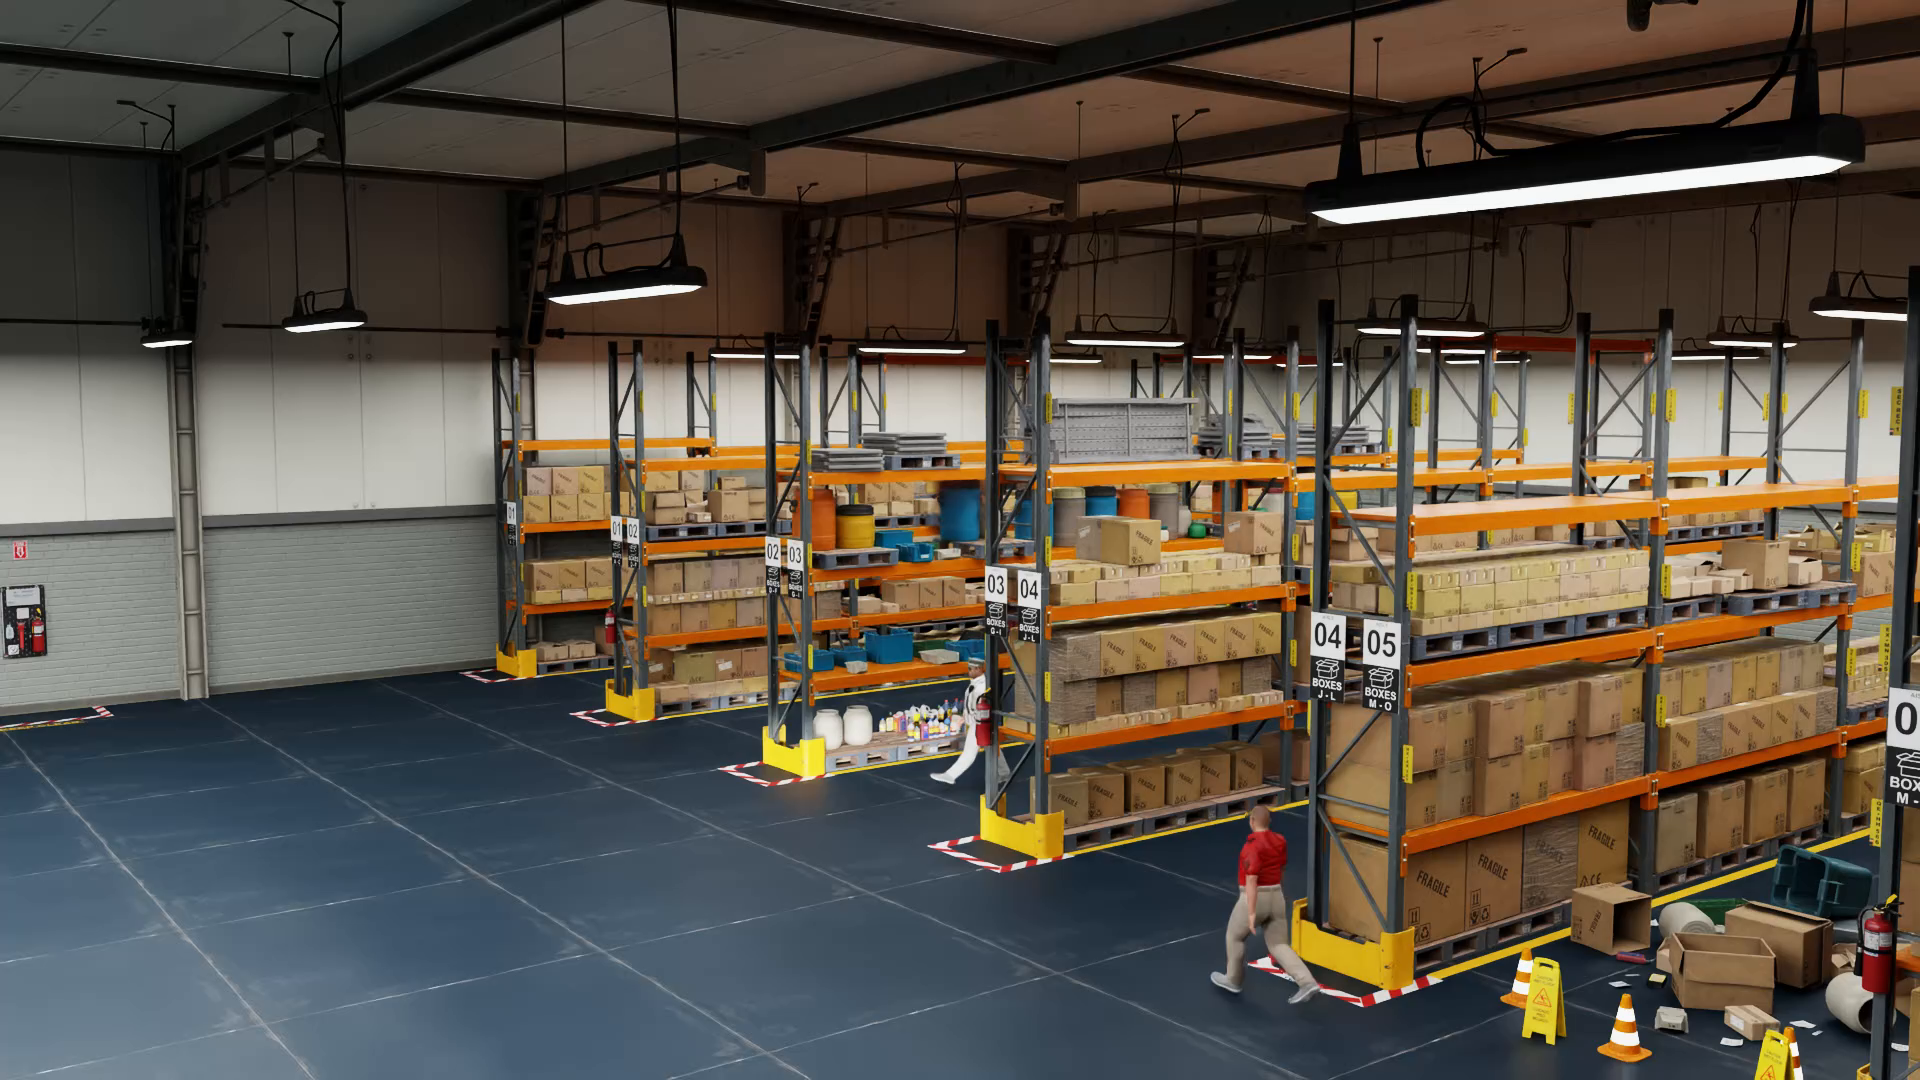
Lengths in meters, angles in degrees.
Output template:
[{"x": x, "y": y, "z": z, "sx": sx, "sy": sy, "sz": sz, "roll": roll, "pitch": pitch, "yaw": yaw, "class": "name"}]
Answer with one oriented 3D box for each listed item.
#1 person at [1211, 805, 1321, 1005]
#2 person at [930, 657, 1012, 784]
[{"x": 2.597, "y": 3.087, "z": 14.132, "sx": 0.585, "sy": 1.665, "sz": 1.064, "roll": -3, "pitch": 6, "yaw": -32, "class": "person"}, {"x": 0.156, "y": 2.379, "z": 21.855, "sx": 1.092, "sy": 1.698, "sz": 0.562, "roll": 0, "pitch": 5, "yaw": 0, "class": "person"}]
